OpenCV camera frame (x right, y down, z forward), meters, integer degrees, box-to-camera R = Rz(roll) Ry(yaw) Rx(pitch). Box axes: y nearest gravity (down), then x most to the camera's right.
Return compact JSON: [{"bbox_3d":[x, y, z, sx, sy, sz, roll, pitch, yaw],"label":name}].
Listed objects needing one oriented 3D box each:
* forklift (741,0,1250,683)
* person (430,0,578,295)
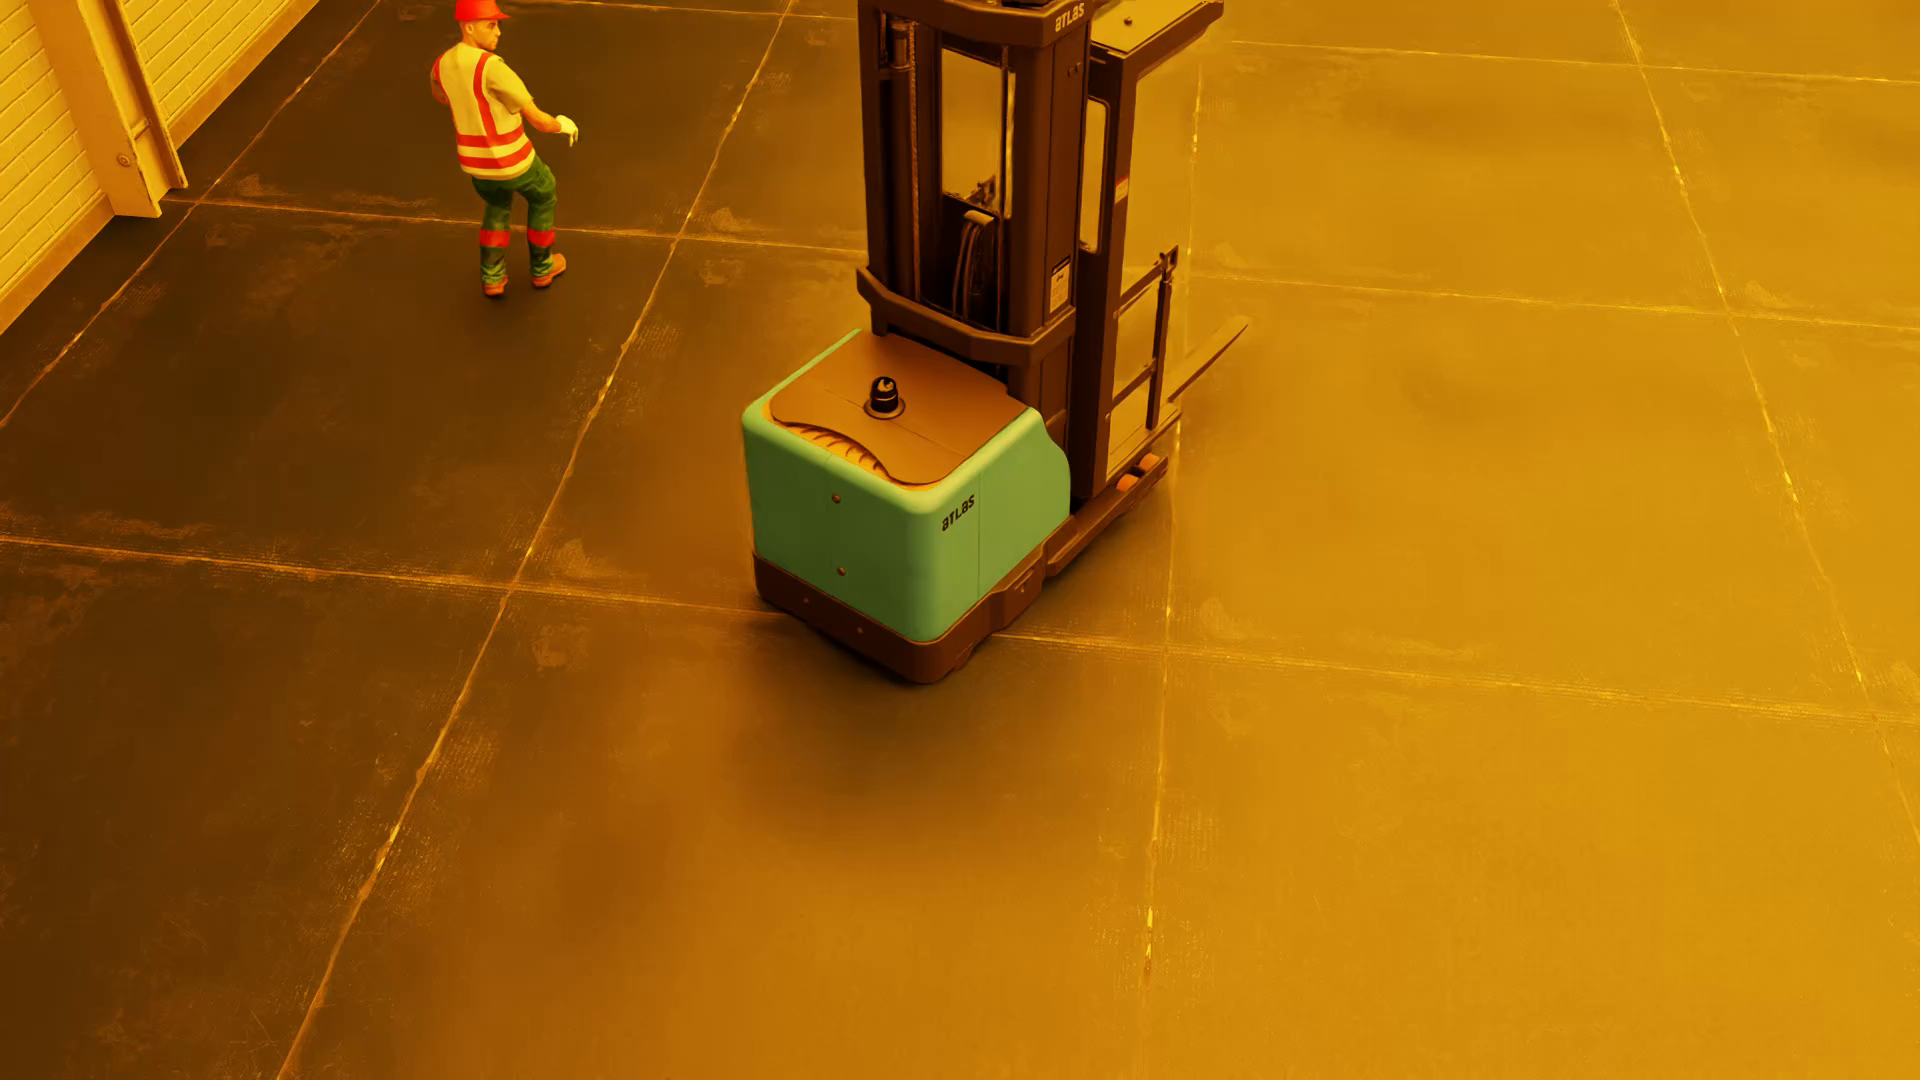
[{"bbox_3d":[0.362,-1.414,7.264,1.130,2.935,3.031,27,49,26],"label":"forklift"},{"bbox_3d":[-2.435,-2.125,8.967,0.784,1.722,0.675,13,44,14],"label":"person"}]
